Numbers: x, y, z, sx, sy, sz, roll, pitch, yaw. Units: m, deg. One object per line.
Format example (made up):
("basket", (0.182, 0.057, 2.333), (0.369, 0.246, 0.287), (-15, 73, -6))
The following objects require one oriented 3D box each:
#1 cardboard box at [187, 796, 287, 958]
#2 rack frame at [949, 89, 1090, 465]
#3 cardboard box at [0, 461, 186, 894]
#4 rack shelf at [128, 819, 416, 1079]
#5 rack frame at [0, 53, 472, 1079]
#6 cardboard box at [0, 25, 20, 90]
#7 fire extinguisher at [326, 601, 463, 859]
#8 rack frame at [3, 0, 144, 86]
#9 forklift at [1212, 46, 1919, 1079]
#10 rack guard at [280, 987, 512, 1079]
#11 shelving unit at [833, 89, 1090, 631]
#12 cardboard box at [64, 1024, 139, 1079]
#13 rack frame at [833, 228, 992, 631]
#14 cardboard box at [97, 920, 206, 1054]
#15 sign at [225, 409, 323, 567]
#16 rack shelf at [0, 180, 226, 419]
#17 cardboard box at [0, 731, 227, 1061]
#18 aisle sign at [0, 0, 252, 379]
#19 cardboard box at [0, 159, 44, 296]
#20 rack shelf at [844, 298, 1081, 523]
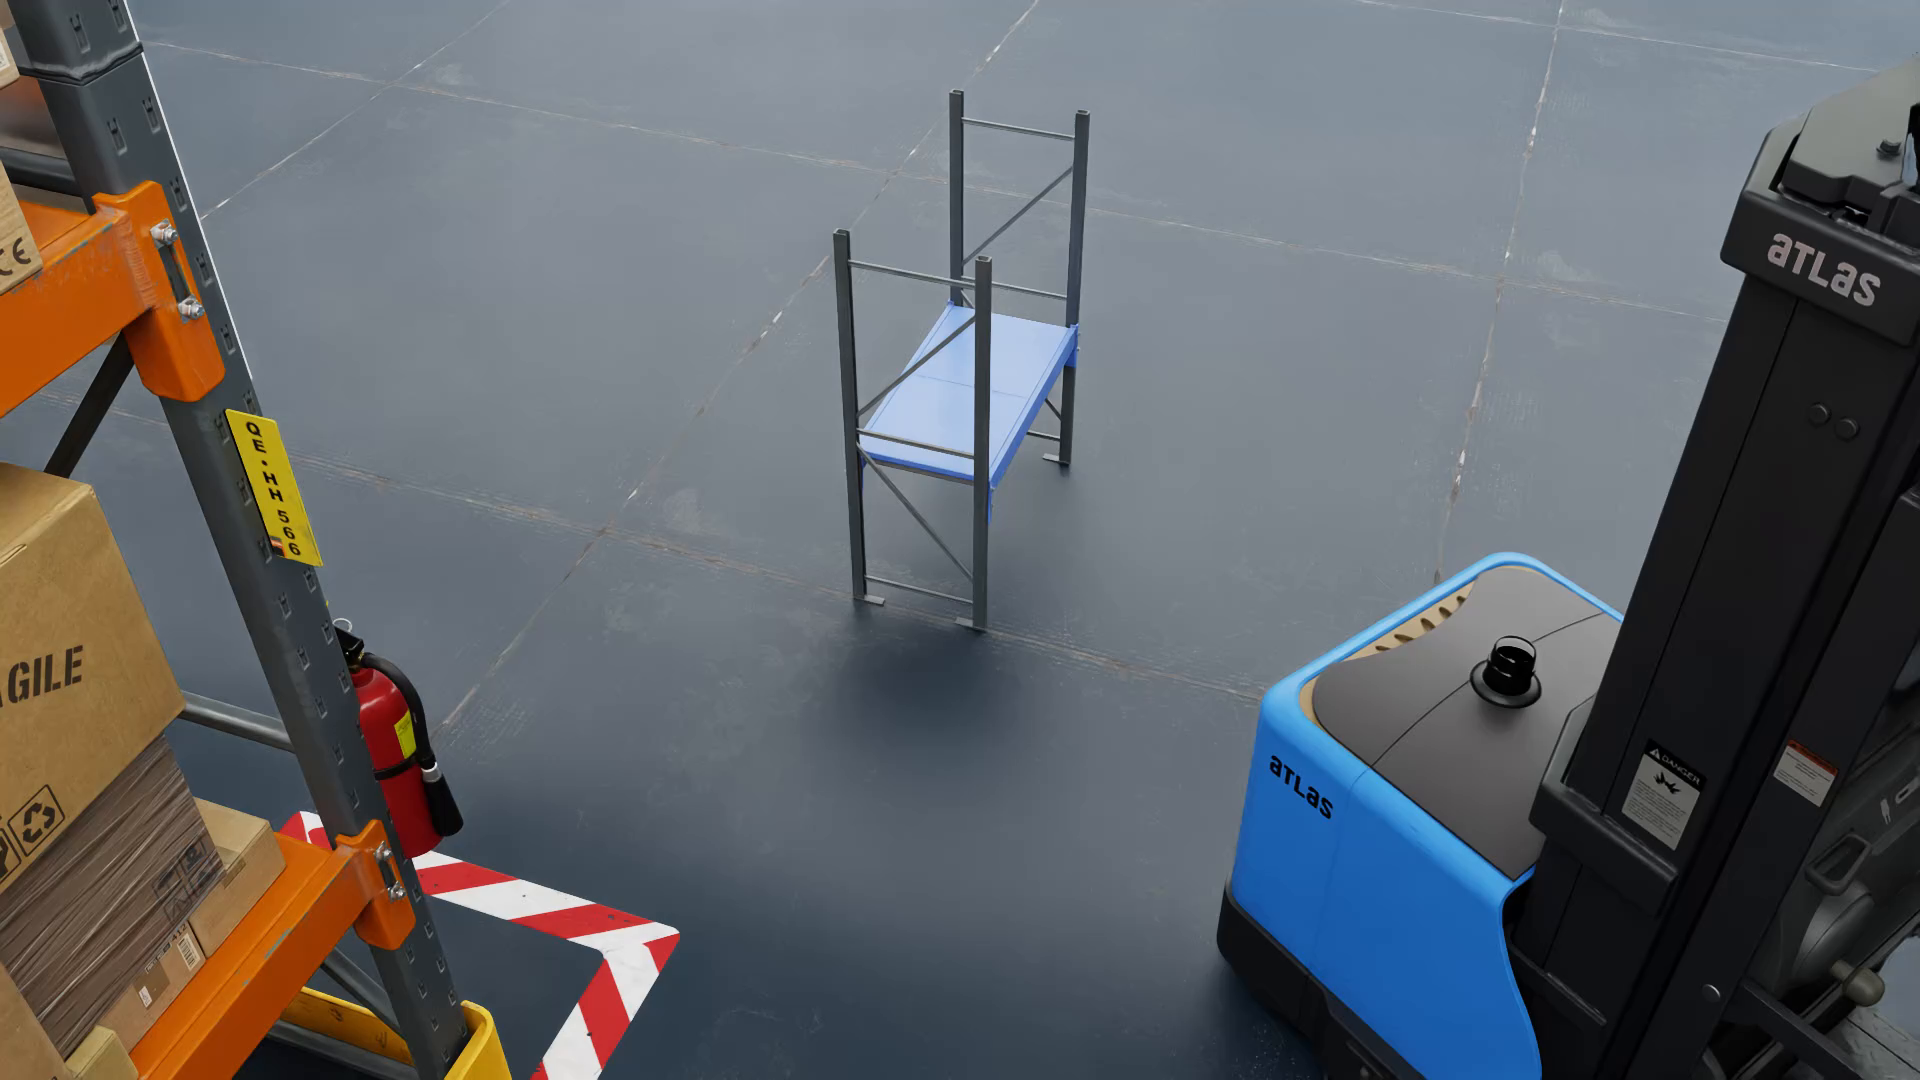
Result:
("cardboard box", (-1.613, 0.654, 3.366), (0.380, 0.149, 0.250), (13, 42, 15))
("rack frame", (0.203, -0.933, 6.188), (0.500, 1.500, 0.032), (13, 42, 15))
("cardboard box", (-1.666, 0.198, 2.630), (0.500, 0.500, 0.500), (13, 42, 15))
("rack shelf", (-2.394, 1.833, 2.345), (1.077, 0.370, 4.000), (13, 42, 15))
("rack frame", (-1.710, 0.339, 3.541), (1.000, 3.000, 0.127), (13, 42, 15))
("cardboard box", (-1.512, -0.658, 2.208), (0.380, 0.149, 0.250), (13, 42, 15))
("fire extinguisher", (-1.238, 0.401, 3.529), (0.296, 0.674, 0.183), (13, 42, 15))
("rack frame", (-1.710, -1.943, 1.594), (1.000, 3.000, 0.127), (13, 42, 15))
("forklift", (2.015, 0.653, 3.226), (1.130, 2.935, 3.031), (-26, 47, -27))
("rack guard", (-1.736, 1.336, 4.298), (1.175, 0.500, 0.348), (13, 42, 15))
("shelving unit", (0.029, -0.623, 5.824), (0.538, 1.500, 1.048), (13, 42, 15))
("cardboard box", (-1.737, 0.971, 2.995), (0.380, 0.149, 0.250), (13, 42, 15))
("rack frame", (-0.145, -0.313, 5.461), (0.500, 1.500, 0.032), (13, 42, 15))
("cardboard box", (-1.699, 0.807, 3.187), (0.380, 0.149, 0.250), (13, 42, 15))
("sign", (-1.195, -0.086, 2.904), (0.100, 0.325, 0.005), (13, 42, 15))
("rack shelf", (-2.394, 0.691, 1.372), (1.077, 0.370, 4.000), (13, 42, 15))
("cardboard box", (-1.924, 0.517, 3.026), (0.875, 0.500, 0.500), (13, 42, 15))
("aisle sign", (-1.407, -0.621, 2.664), (0.394, 0.787, 0.004), (13, 42, 15))
("cardboard box", (-1.636, -0.395, 2.206), (0.500, 0.250, 0.500), (14, 42, 16))
("rack shelf", (0.029, -0.486, 5.941), (0.538, 0.185, 1.000), (13, 42, 15))
